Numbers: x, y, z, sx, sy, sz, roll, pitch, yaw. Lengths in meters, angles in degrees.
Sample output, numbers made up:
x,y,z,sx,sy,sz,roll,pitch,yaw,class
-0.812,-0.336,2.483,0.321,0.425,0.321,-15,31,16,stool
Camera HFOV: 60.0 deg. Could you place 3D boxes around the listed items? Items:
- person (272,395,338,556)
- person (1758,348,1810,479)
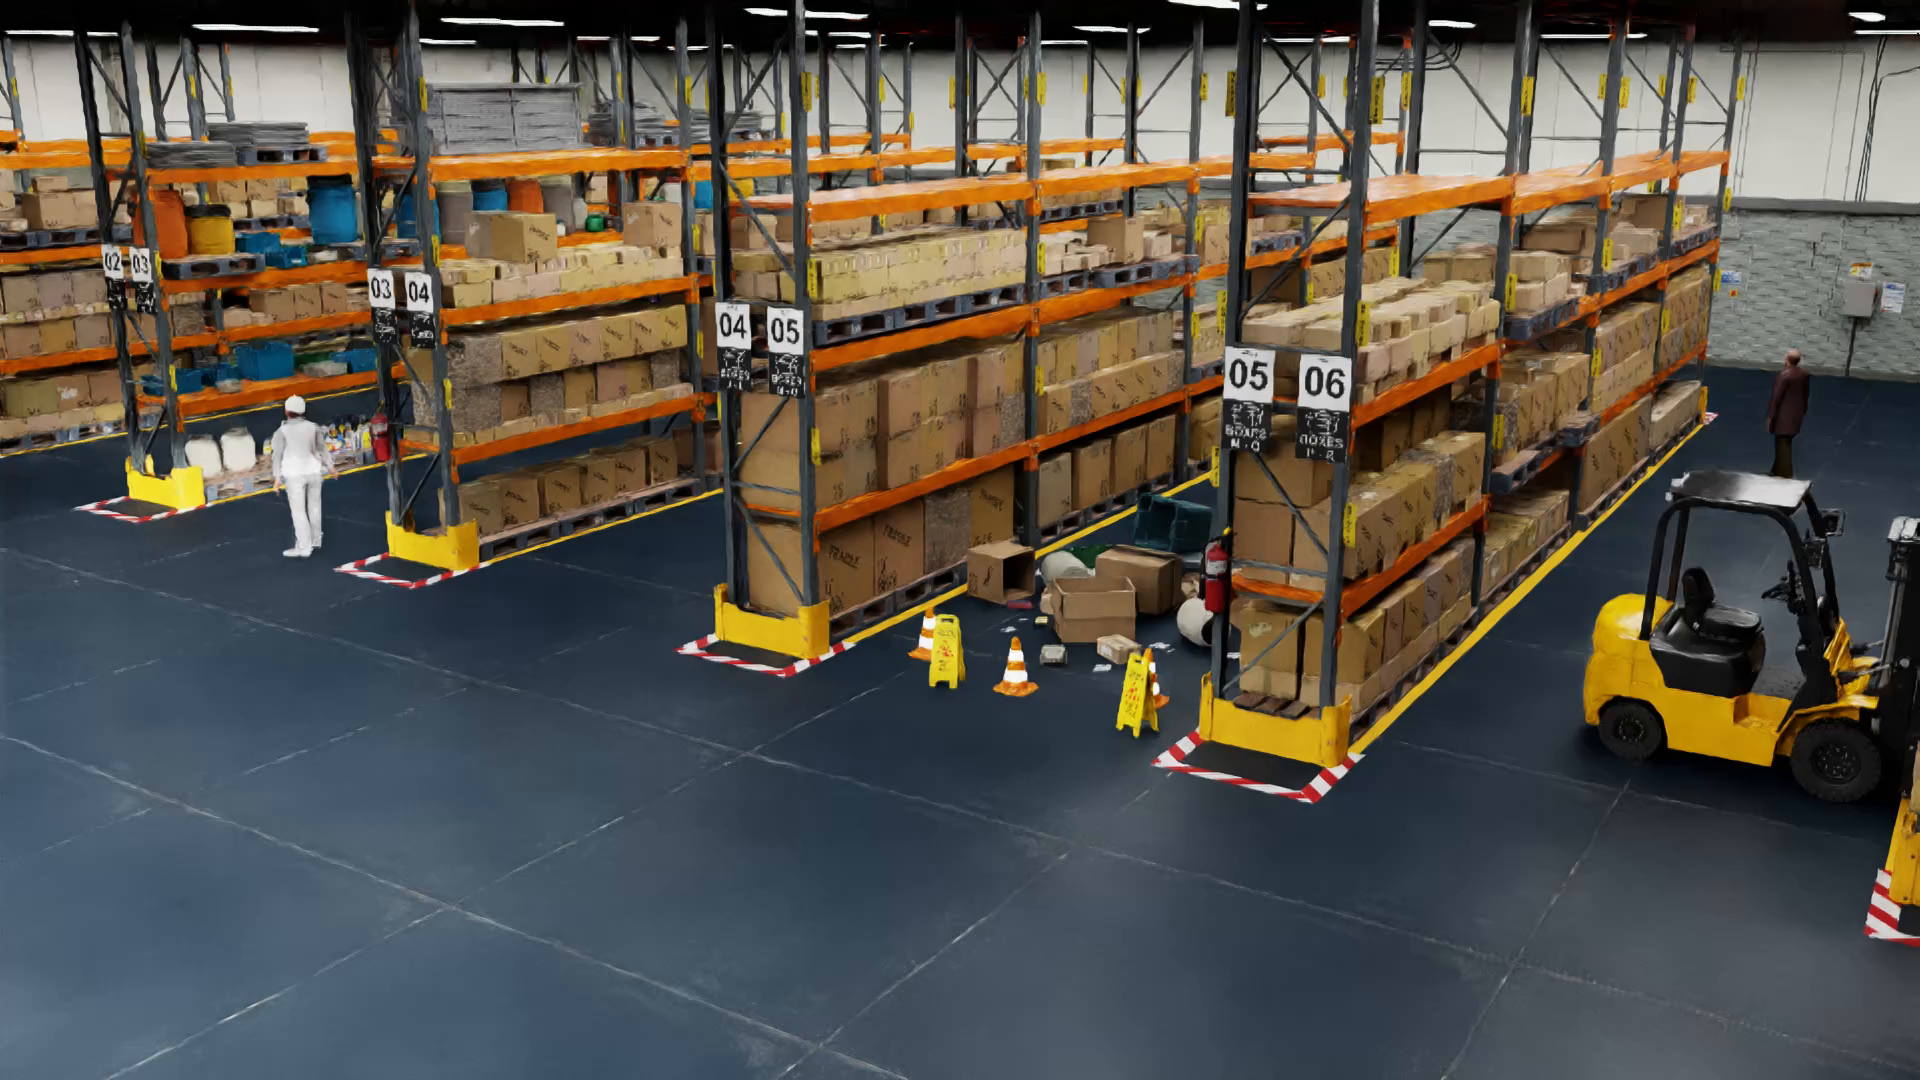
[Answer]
x,y,z,sx,sy,sz,roll,pitch,yaw,class
-7.347,-0.755,18.597,0.613,1.768,0.734,15,21,42,person
10.722,-1.619,21.660,0.684,1.774,0.636,-9,18,-30,person
